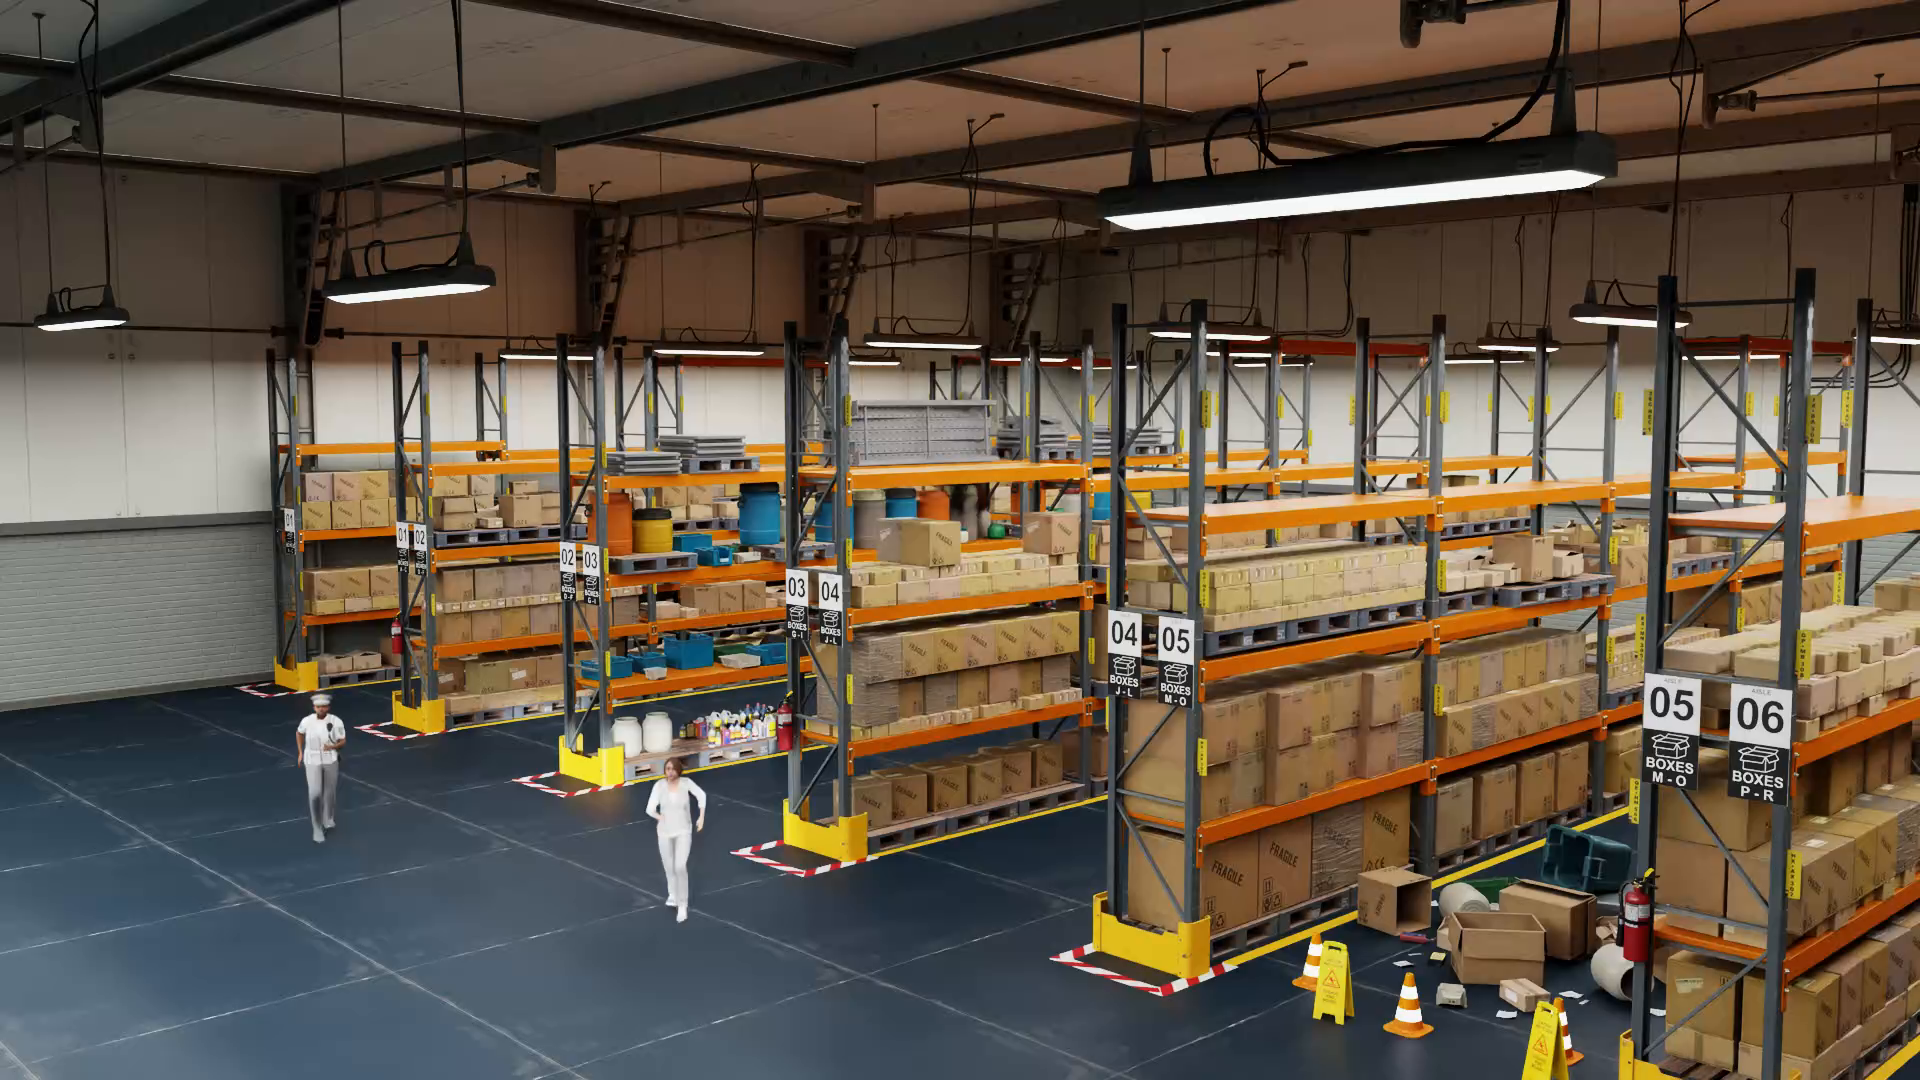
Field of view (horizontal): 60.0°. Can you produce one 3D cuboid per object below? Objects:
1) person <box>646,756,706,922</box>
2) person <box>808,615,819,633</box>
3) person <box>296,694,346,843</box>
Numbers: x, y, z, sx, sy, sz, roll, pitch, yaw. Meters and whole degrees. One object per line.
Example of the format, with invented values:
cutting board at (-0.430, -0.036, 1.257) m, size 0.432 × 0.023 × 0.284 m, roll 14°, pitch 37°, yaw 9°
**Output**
person at (-2.818, 3.053, 16.501) m, size 0.555 × 1.462 × 0.698 m, roll 0°, pitch 5°, yaw -1°
person at (-2.922, 1.342, 34.191) m, size 0.680 × 1.762 × 0.802 m, roll 4°, pitch 6°, yaw 39°
person at (-7.460, 2.649, 19.456) m, size 0.537 × 1.741 × 0.827 m, roll -2°, pitch 5°, yaw -22°
